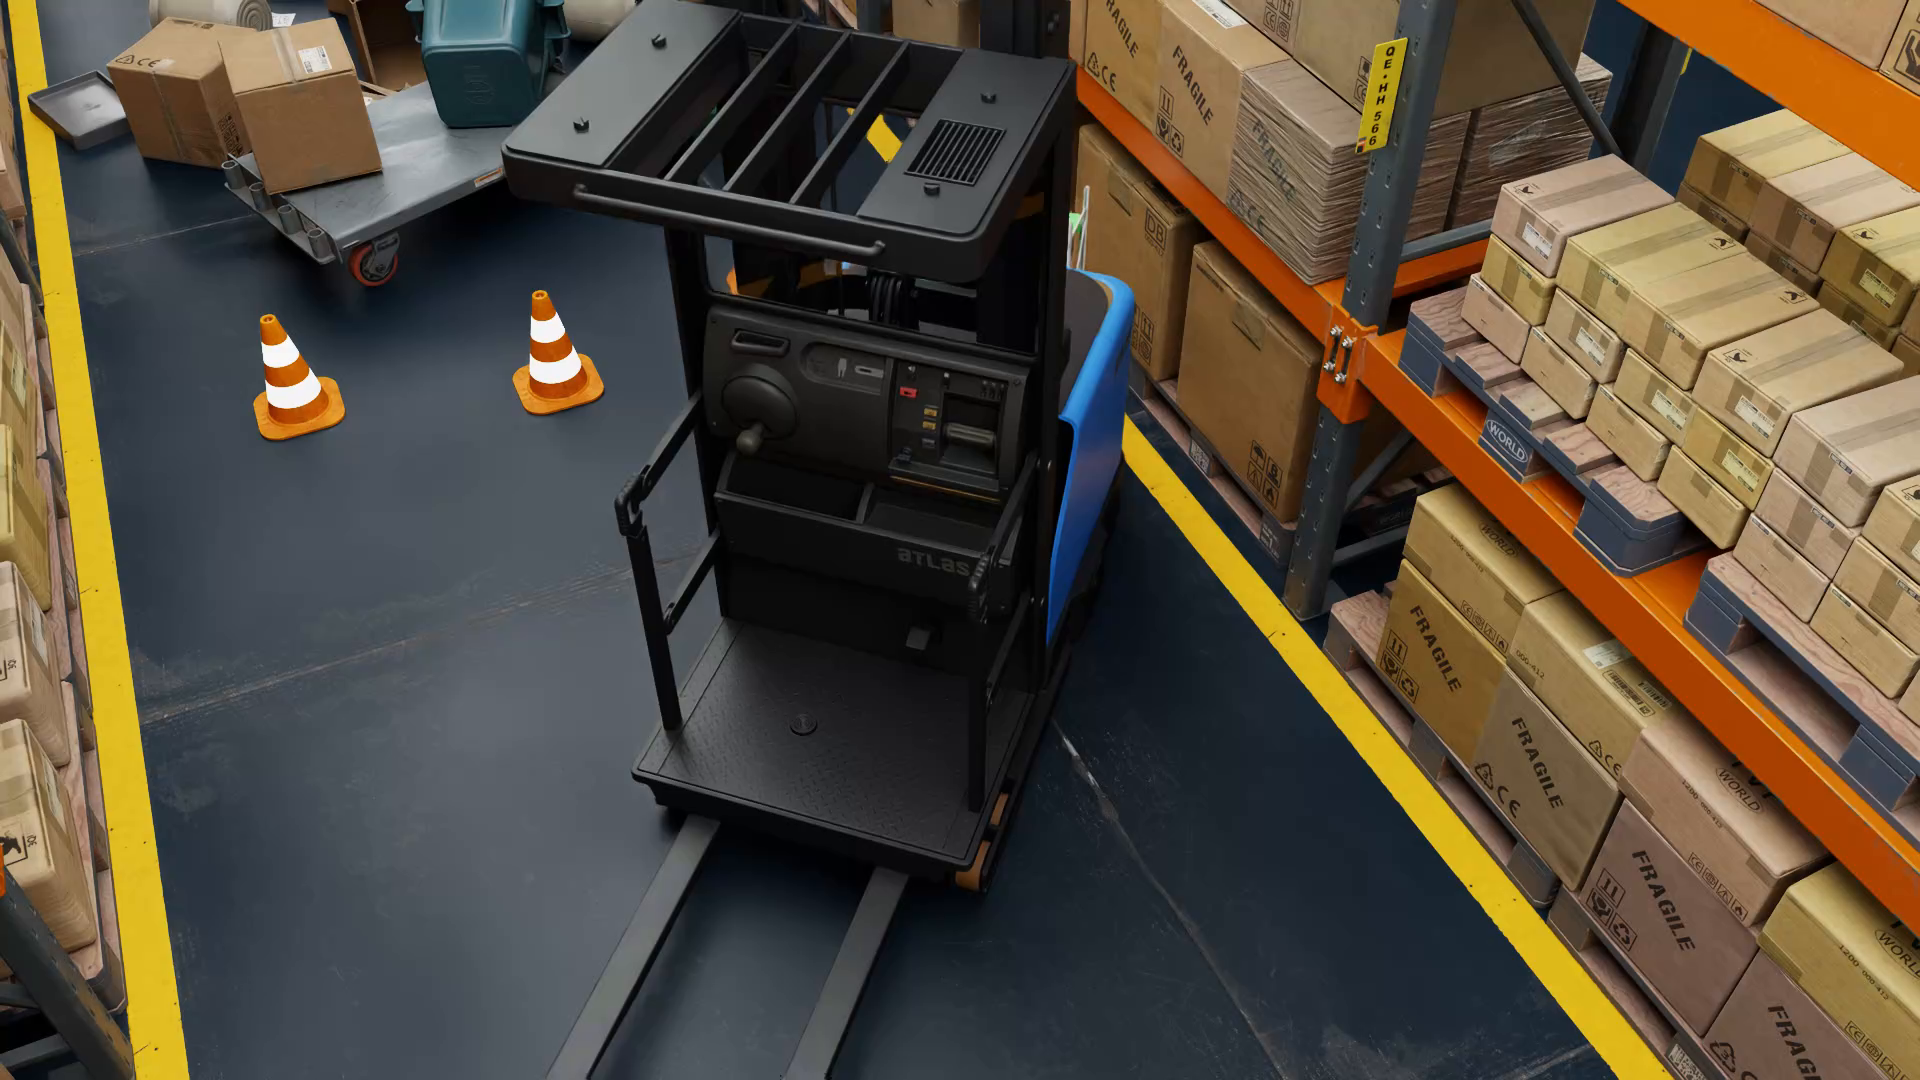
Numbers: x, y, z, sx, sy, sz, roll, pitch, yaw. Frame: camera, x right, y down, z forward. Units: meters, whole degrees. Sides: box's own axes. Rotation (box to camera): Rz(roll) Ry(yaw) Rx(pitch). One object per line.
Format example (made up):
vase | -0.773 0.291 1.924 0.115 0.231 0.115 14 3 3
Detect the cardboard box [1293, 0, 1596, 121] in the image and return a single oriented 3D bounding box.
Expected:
cardboard box | 1.464 -1.635 4.988 0.700 0.500 0.500 -18 47 -18

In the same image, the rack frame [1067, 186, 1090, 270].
rack frame | 0.408 -0.725 6.130 0.015 1.200 0.240 13 46 13

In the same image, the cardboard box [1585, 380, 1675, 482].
cardboard box | 1.875 -0.327 4.326 0.380 0.149 0.250 -16 47 -15

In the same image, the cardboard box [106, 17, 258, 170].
cardboard box | -3.703 -2.173 8.095 0.500 0.500 0.500 11 46 11

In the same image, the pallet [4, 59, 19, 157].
pallet | -5.319 -2.181 8.310 1.003 0.211 1.213 -18 47 -17

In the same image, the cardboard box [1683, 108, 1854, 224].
cardboard box | 2.265 -1.049 4.634 0.380 0.149 0.250 -20 48 -19

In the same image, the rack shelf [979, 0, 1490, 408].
rack shelf | 0.802 -1.973 6.626 1.077 0.370 4.000 -18 47 -17

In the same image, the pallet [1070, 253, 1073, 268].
pallet | 0.871 -1.263 7.380 1.003 0.211 1.213 -18 47 -17

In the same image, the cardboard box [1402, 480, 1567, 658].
cardboard box | 1.714 0.030 5.031 0.500 0.250 0.500 -20 48 -19

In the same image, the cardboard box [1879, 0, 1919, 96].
cardboard box | 2.074 -0.982 2.902 0.500 0.500 0.500 -18 47 -17

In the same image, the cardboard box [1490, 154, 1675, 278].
cardboard box | 1.664 -0.872 4.454 0.380 0.149 0.250 -18 47 -17

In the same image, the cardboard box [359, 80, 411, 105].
cardboard box | -2.882 -2.157 8.247 0.396 0.266 0.258 18 47 18

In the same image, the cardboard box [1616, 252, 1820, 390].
cardboard box | 1.876 -0.547 4.125 0.380 0.149 0.250 -18 47 -18

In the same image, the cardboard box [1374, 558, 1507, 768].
cardboard box | 1.709 0.312 5.279 0.500 0.500 0.500 -20 48 -19

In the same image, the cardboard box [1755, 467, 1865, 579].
cardboard box | 2.106 -0.092 3.876 0.380 0.149 0.250 -18 47 -17

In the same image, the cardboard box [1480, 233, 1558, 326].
cardboard box | 1.664 -0.753 4.546 0.380 0.149 0.250 -16 47 -16

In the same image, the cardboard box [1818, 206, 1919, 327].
cardboard box | 2.479 -0.722 4.302 0.380 0.149 0.250 -17 47 -16

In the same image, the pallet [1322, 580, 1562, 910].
pallet | 1.971 0.536 5.556 1.003 0.211 1.213 -18 47 -17

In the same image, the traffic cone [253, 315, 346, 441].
traffic cone | -2.696 -0.698 6.627 0.336 0.463 0.334 -18 47 -17

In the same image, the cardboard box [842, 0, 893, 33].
cardboard box | -0.240 -3.318 8.691 0.875 0.875 0.875 -17 47 -17

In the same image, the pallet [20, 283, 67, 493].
pallet | -4.159 -0.489 6.595 1.003 0.211 1.213 -18 47 -17

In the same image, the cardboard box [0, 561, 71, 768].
cardboard box | -3.351 0.527 5.152 0.950 0.372 0.625 -19 48 -18

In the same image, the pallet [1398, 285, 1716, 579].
pallet | 2.040 -0.464 4.721 1.213 0.211 1.003 -18 47 -17

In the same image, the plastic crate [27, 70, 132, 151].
plastic crate | -4.403 -2.181 8.403 0.402 0.080 0.583 -35 54 -30

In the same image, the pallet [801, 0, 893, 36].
pallet | -0.287 -3.019 9.159 1.003 0.211 1.213 -18 47 -17

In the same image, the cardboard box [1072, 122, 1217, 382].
cardboard box | 1.098 -1.274 6.708 1.050 0.750 0.750 -17 47 -17

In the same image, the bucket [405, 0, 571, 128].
bucket | -2.188 -2.285 7.679 0.726 0.611 0.620 -3 55 -3

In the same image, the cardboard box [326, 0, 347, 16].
cardboard box | -3.134 -3.266 9.202 0.637 0.503 0.797 18 47 18

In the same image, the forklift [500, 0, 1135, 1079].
forklift | -0.339 -0.284 4.451 1.130 2.935 3.031 13 46 13

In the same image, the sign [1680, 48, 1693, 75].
sign | 2.132 -1.505 4.871 0.100 0.325 0.005 -18 47 -17

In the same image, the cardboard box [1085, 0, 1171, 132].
cardboard box | 0.792 -1.835 5.903 0.500 0.500 0.500 -19 48 -18

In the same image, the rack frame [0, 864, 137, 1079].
rack frame | -2.805 0.572 3.535 1.000 3.000 0.127 -18 47 -17

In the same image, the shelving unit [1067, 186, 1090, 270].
shelving unit | 0.176 -0.779 6.185 0.503 1.200 0.258 13 46 13

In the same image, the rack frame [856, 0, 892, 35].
rack frame | -0.039 -3.504 7.665 1.000 3.000 0.127 -18 47 -17

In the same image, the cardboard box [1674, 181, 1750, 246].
cardboard box | 2.264 -0.940 4.735 0.380 0.149 0.250 -17 47 -17

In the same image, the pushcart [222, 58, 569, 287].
pushcart | -2.440 -1.749 7.754 1.648 0.377 0.936 -35 54 -30

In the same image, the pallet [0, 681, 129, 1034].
pallet | -3.133 1.066 5.019 1.003 0.211 1.213 -18 47 -17

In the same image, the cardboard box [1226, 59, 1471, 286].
cardboard box | 1.210 -1.198 5.257 0.500 0.500 0.500 -18 47 -17

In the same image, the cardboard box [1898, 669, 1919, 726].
cardboard box | 2.316 0.341 3.649 0.380 0.149 0.250 -19 48 -19

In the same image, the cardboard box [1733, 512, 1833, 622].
cardboard box | 2.104 0.013 3.981 0.380 0.149 0.250 -17 47 -16

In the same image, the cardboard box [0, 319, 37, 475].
cardboard box | -3.959 -0.401 6.092 0.950 0.372 0.625 -15 47 -15

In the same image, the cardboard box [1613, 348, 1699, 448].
cardboard box | 1.895 -0.412 4.200 0.380 0.149 0.250 -19 48 -19

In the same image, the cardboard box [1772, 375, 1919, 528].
cardboard box | 2.103 -0.206 3.779 0.380 0.149 0.250 -16 47 -16

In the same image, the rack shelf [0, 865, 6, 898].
rack shelf | -1.964 2.102 2.496 1.077 0.370 4.000 -18 47 -17

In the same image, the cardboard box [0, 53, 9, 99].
cardboard box | -4.951 -2.278 8.082 0.500 0.250 0.500 -19 48 -18

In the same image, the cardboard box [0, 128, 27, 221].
cardboard box | -4.490 -1.604 7.398 0.500 0.250 0.500 -20 48 -19

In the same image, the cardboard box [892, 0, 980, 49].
cardboard box | 0.304 -2.483 7.934 1.050 0.750 0.750 -18 47 -18

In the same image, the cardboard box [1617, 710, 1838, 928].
cardboard box | 2.123 0.672 4.380 0.500 0.250 0.500 -18 47 -17

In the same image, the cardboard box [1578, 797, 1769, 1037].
cardboard box | 2.144 0.957 4.625 0.500 0.500 0.500 -19 48 -18

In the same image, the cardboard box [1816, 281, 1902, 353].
cardboard box | 2.491 -0.604 4.394 0.380 0.149 0.250 -17 47 -16

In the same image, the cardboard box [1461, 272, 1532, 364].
cardboard box | 1.648 -0.670 4.673 0.380 0.149 0.250 -19 48 -18

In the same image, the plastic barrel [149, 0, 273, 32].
plastic barrel | -3.927 -2.740 8.726 0.512 0.421 0.421 11 46 11
